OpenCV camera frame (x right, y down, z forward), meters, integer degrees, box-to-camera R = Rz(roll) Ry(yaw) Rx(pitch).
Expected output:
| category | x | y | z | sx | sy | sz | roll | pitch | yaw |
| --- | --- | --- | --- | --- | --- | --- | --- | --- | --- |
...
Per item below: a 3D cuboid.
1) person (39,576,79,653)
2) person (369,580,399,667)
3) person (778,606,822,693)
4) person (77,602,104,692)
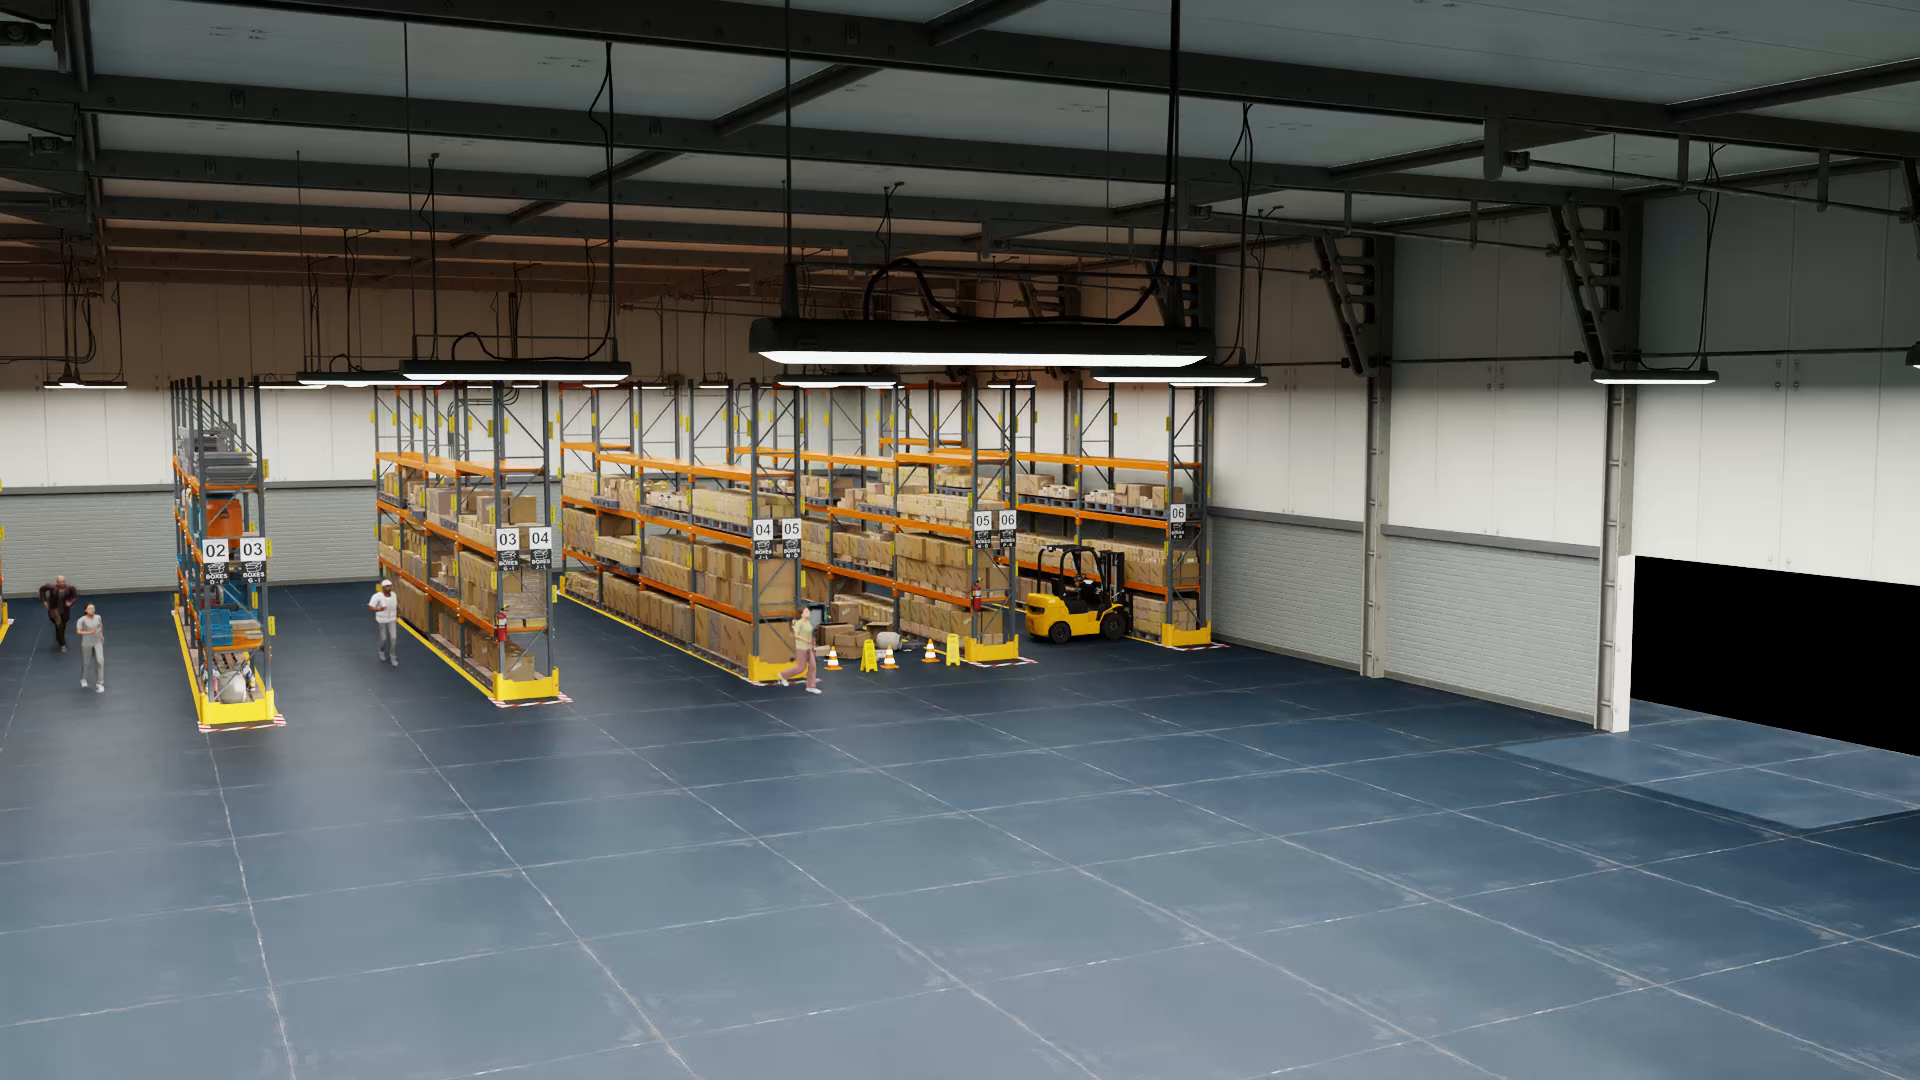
| category | x | y | z | sx | sy | sz | roll | pitch | yaw |
| --- | --- | --- | --- | --- | --- | --- | --- | --- | --- |
| person | -20.001 | 1.626 | 36.916 | 0.752 | 1.743 | 1.053 | -4 | 6 | -35 |
| person | -12.094 | 1.732 | 34.973 | 0.670 | 1.809 | 0.869 | -4 | 6 | -37 |
| person | -3.033 | 2.086 | 31.775 | 0.849 | 1.665 | 0.587 | 2 | 5 | 21 |
| person | -16.675 | 2.033 | 31.890 | 0.909 | 1.697 | 0.543 | 5 | 7 | 44 |
